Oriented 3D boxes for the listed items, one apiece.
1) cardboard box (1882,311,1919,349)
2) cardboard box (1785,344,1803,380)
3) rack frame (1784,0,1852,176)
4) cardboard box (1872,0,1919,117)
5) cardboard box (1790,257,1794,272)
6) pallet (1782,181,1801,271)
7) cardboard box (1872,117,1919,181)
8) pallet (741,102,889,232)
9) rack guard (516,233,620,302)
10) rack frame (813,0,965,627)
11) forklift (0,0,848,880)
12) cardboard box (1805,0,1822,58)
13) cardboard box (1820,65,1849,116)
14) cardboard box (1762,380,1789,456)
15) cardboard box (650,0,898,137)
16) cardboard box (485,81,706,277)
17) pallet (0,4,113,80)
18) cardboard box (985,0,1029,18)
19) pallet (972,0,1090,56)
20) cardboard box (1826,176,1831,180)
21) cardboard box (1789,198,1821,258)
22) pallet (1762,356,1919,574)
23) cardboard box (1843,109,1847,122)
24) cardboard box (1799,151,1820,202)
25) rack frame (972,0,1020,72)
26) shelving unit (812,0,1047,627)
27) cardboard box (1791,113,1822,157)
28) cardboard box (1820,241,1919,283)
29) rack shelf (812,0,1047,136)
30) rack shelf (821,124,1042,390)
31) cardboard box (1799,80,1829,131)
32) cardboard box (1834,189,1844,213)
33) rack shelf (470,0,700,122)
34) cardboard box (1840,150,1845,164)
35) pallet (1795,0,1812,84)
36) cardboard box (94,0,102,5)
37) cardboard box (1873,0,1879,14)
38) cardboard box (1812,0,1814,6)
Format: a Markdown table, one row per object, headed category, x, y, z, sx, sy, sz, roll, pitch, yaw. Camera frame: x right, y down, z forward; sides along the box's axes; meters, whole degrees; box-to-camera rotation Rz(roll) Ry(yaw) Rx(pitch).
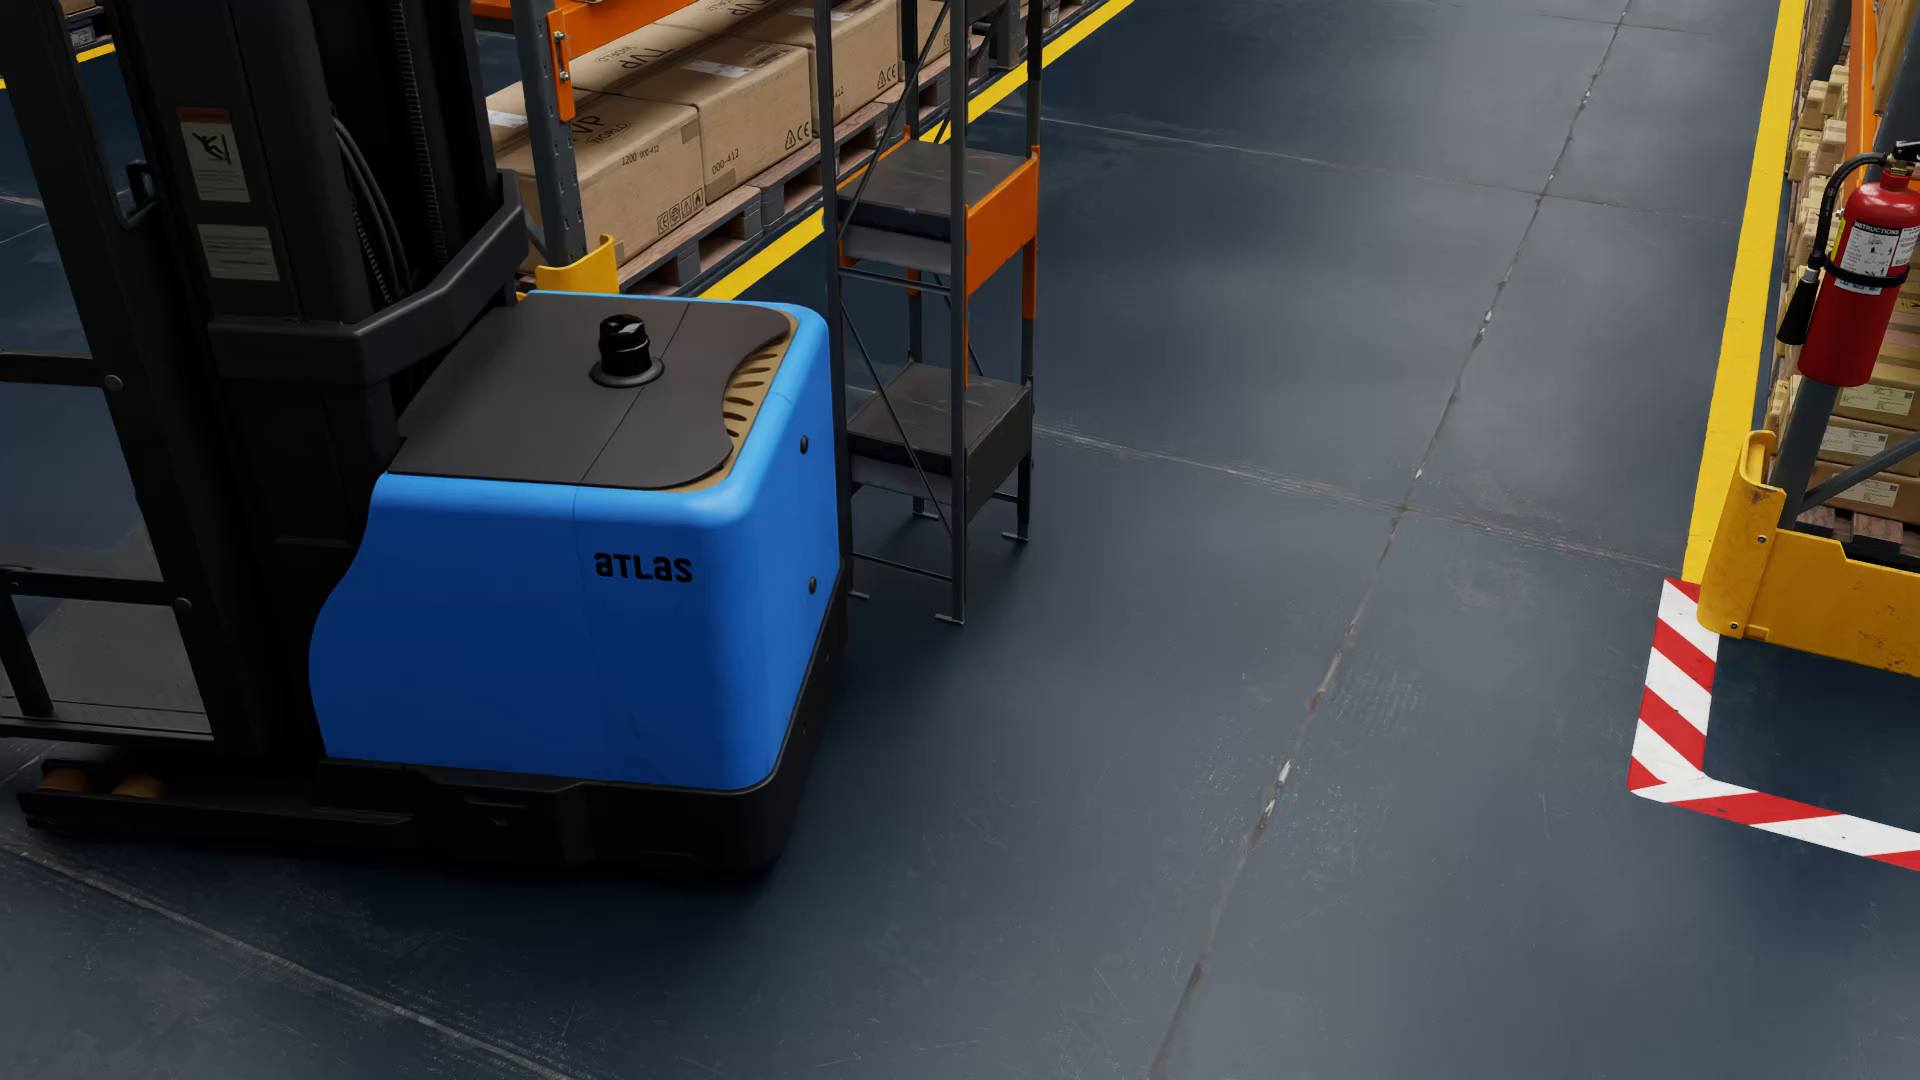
| category | x | y | z | sx | sy | sz | roll | pitch | yaw |
| --- | --- | --- | --- | --- | --- | --- | --- | --- | --- |
| cardboard box | 2.866 | -0.575 | 5.066 | 0.380 | 0.149 | 0.250 | 15 | 36 | 21 |
| cardboard box | 2.895 | -0.605 | 5.383 | 0.380 | 0.149 | 0.250 | 13 | 35 | 19 |
| rack frame | 4.391 | -2.902 | 6.940 | 1.000 | 3.000 | 0.127 | 14 | 36 | 20 |
| cardboard box | 2.672 | -1.359 | 4.224 | 0.500 | 0.500 | 0.500 | 15 | 36 | 21 |
| cardboard box | 3.441 | -1.122 | 6.442 | 0.380 | 0.149 | 0.250 | 13 | 35 | 19 |
| pallet | 4.142 | -1.393 | 7.182 | 1.003 | 0.211 | 1.213 | 14 | 36 | 20 |
| cardboard box | 2.597 | -1.032 | 4.317 | 0.380 | 0.149 | 0.250 | 14 | 36 | 21 |
| pallet | -1.046 | -1.850 | 7.879 | 1.003 | 0.211 | 1.213 | 14 | 36 | 20 |
| rack guard | -1.831 | -0.937 | 6.224 | 1.175 | 0.500 | 0.348 | 14 | 36 | 20 |
| rack frame | -0.171 | -0.674 | 4.363 | 0.400 | 2.100 | 0.015 | 14 | 36 | 20 |
| forklift | -1.873 | -0.765 | 3.743 | 3.031 | 2.935 | 1.130 | 4 | 33 | 6 |
| cardboard box | 4.687 | -2.714 | 8.550 | 0.500 | 0.500 | 0.500 | 13 | 36 | 19 |
| cardboard box | 3.890 | -1.886 | 7.066 | 0.380 | 0.149 | 0.250 | 16 | 36 | 23 |
| cardboard box | 2.764 | -0.354 | 5.272 | 0.380 | 0.149 | 0.250 | 15 | 36 | 22 |
| cardboard box | -0.882 | -2.357 | 8.063 | 0.875 | 0.438 | 0.875 | 13 | 35 | 19 |
| cardboard box | -1.636 | -1.451 | 6.680 | 0.875 | 0.438 | 0.875 | 13 | 35 | 19 |
| pallet | -5.455 | -3.006 | 9.642 | 1.003 | 0.211 | 1.213 | 14 | 36 | 20 |
| cardboard box | 0.039 | -3.601 | 9.561 | 0.875 | 0.875 | 0.875 | 15 | 36 | 22 |
| pallet | 0.107 | -3.222 | 9.972 | 1.003 | 0.211 | 1.213 | 14 | 36 | 20 |
| cardboard box | 3.603 | -1.361 | 6.535 | 0.380 | 0.149 | 0.250 | 16 | 36 | 23 |
| cardboard box | 3.314 | -1.133 | 6.188 | 0.380 | 0.149 | 0.250 | 15 | 36 | 21 |
| pallet | 3.121 | -0.178 | 5.329 | 1.003 | 0.211 | 1.213 | 14 | 36 | 20 |
| cardboard box | 3.740 | -1.614 | 6.650 | 0.380 | 0.149 | 0.250 | 13 | 36 | 19 |
| cardboard box | 3.779 | -1.509 | 7.033 | 0.380 | 0.149 | 0.250 | 14 | 36 | 20 |
| rack frame | -0.147 | -3.987 | 8.595 | 1.000 | 3.000 | 0.127 | 14 | 36 | 20 |
| shelving unit | -0.069 | -0.796 | 4.549 | 0.431 | 2.100 | 0.503 | 14 | 36 | 20 |
| cardboard box | 3.947 | -1.777 | 7.442 | 0.380 | 0.149 | 0.250 | 13 | 35 | 18 |
| cardboard box | 3.025 | -0.848 | 5.482 | 0.380 | 0.149 | 0.250 | 13 | 35 | 19 |
| rack shelf | -0.069 | -1.370 | 4.172 | 0.431 | 0.518 | 0.480 | 14 | 36 | 20 |
| rack shelf | -0.069 | -0.784 | 4.556 | 0.431 | 0.518 | 0.480 | 14 | 36 | 20 |
| cardboard box | 3.949 | -1.902 | 7.361 | 0.380 | 0.149 | 0.250 | 16 | 36 | 23 |
| cardboard box | 3.298 | -1.100 | 5.867 | 0.380 | 0.149 | 0.250 | 13 | 35 | 19 |
| rack shelf | -0.984 | -2.690 | 7.273 | 1.077 | 0.370 | 4.000 | 14 | 36 | 20 |
| cardboard box | 3.520 | -1.351 | 6.250 | 0.380 | 0.149 | 0.250 | 13 | 35 | 19 |
| pallet | 5.224 | -2.733 | 9.226 | 1.003 | 0.211 | 1.213 | 14 | 36 | 20 |
| cardboard box | -5.162 | -3.479 | 9.716 | 0.700 | 0.500 | 0.500 | 13 | 35 | 19 |
| cardboard box | 3.095 | -1.869 | 5.002 | 0.500 | 0.500 | 0.500 | 14 | 36 | 21 |
| cardboard box | 5.119 | -3.222 | 9.326 | 0.500 | 0.500 | 0.500 | 13 | 36 | 19 |
